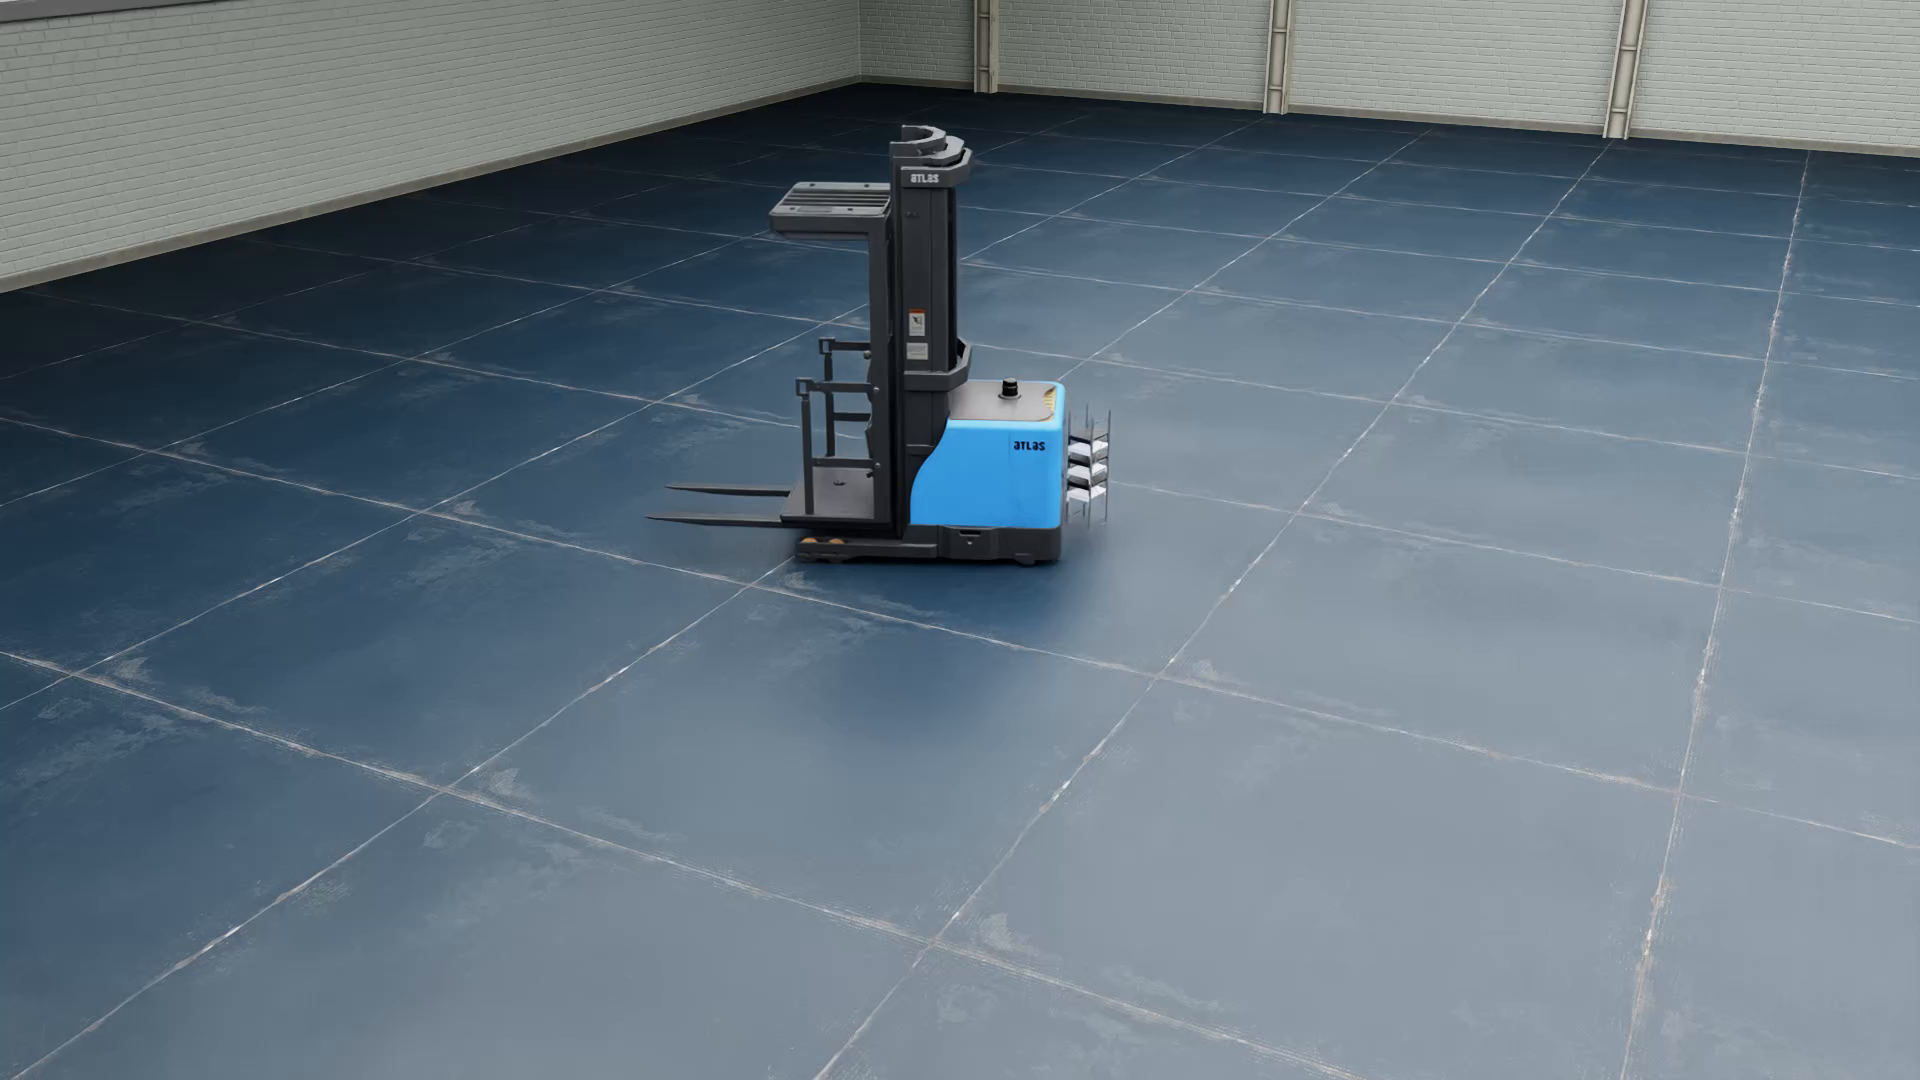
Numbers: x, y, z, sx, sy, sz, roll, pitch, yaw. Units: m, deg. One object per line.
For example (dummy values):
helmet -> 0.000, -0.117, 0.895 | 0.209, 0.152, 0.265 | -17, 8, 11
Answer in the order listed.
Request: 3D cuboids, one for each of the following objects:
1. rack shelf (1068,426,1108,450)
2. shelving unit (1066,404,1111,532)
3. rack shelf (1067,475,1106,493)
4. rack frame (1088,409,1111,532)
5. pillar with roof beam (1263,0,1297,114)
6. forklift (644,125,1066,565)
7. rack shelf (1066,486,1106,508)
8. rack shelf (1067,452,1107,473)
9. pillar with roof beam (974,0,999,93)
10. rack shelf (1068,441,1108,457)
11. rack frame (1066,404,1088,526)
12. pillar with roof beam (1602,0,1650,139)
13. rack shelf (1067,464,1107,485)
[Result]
rack shelf -> 0.953, -0.752, 12.263 | 0.200, 0.077, 0.258 | 18, 29, 36
shelving unit -> 0.953, -0.534, 12.356 | 0.210, 0.900, 0.258 | 18, 29, 36
rack shelf -> 0.953, -0.420, 12.404 | 0.200, 0.077, 0.258 | 18, 29, 36
rack frame -> 1.031, -0.509, 12.296 | 0.006, 0.900, 0.240 | 18, 29, 36
pillar with roof beam -> 3.934, -10.599, 25.674 | 0.400, 9.000, 9.100 | 11, 25, 25
forklift -> -0.757, -1.391, 11.776 | 3.031, 2.935, 1.130 | 2, 23, 4
rack shelf -> 0.953, -0.338, 12.439 | 0.200, 0.077, 0.258 | 18, 29, 36
rack shelf -> 0.953, -0.586, 12.333 | 0.200, 0.077, 0.258 | 18, 29, 36
pillar with roof beam -> -1.421, -11.658, 28.165 | 0.400, 9.000, 9.100 | 11, 25, 25
rack shelf -> 0.953, -0.669, 12.298 | 0.200, 0.077, 0.258 | 18, 29, 36
rack frame -> 0.874, -0.559, 12.415 | 0.006, 0.900, 0.240 | 18, 29, 36
pillar with roof beam -> 9.288, -9.540, 23.183 | 0.400, 9.000, 9.100 | 11, 25, 25
rack shelf -> 0.953, -0.503, 12.369 | 0.200, 0.077, 0.258 | 18, 29, 36
